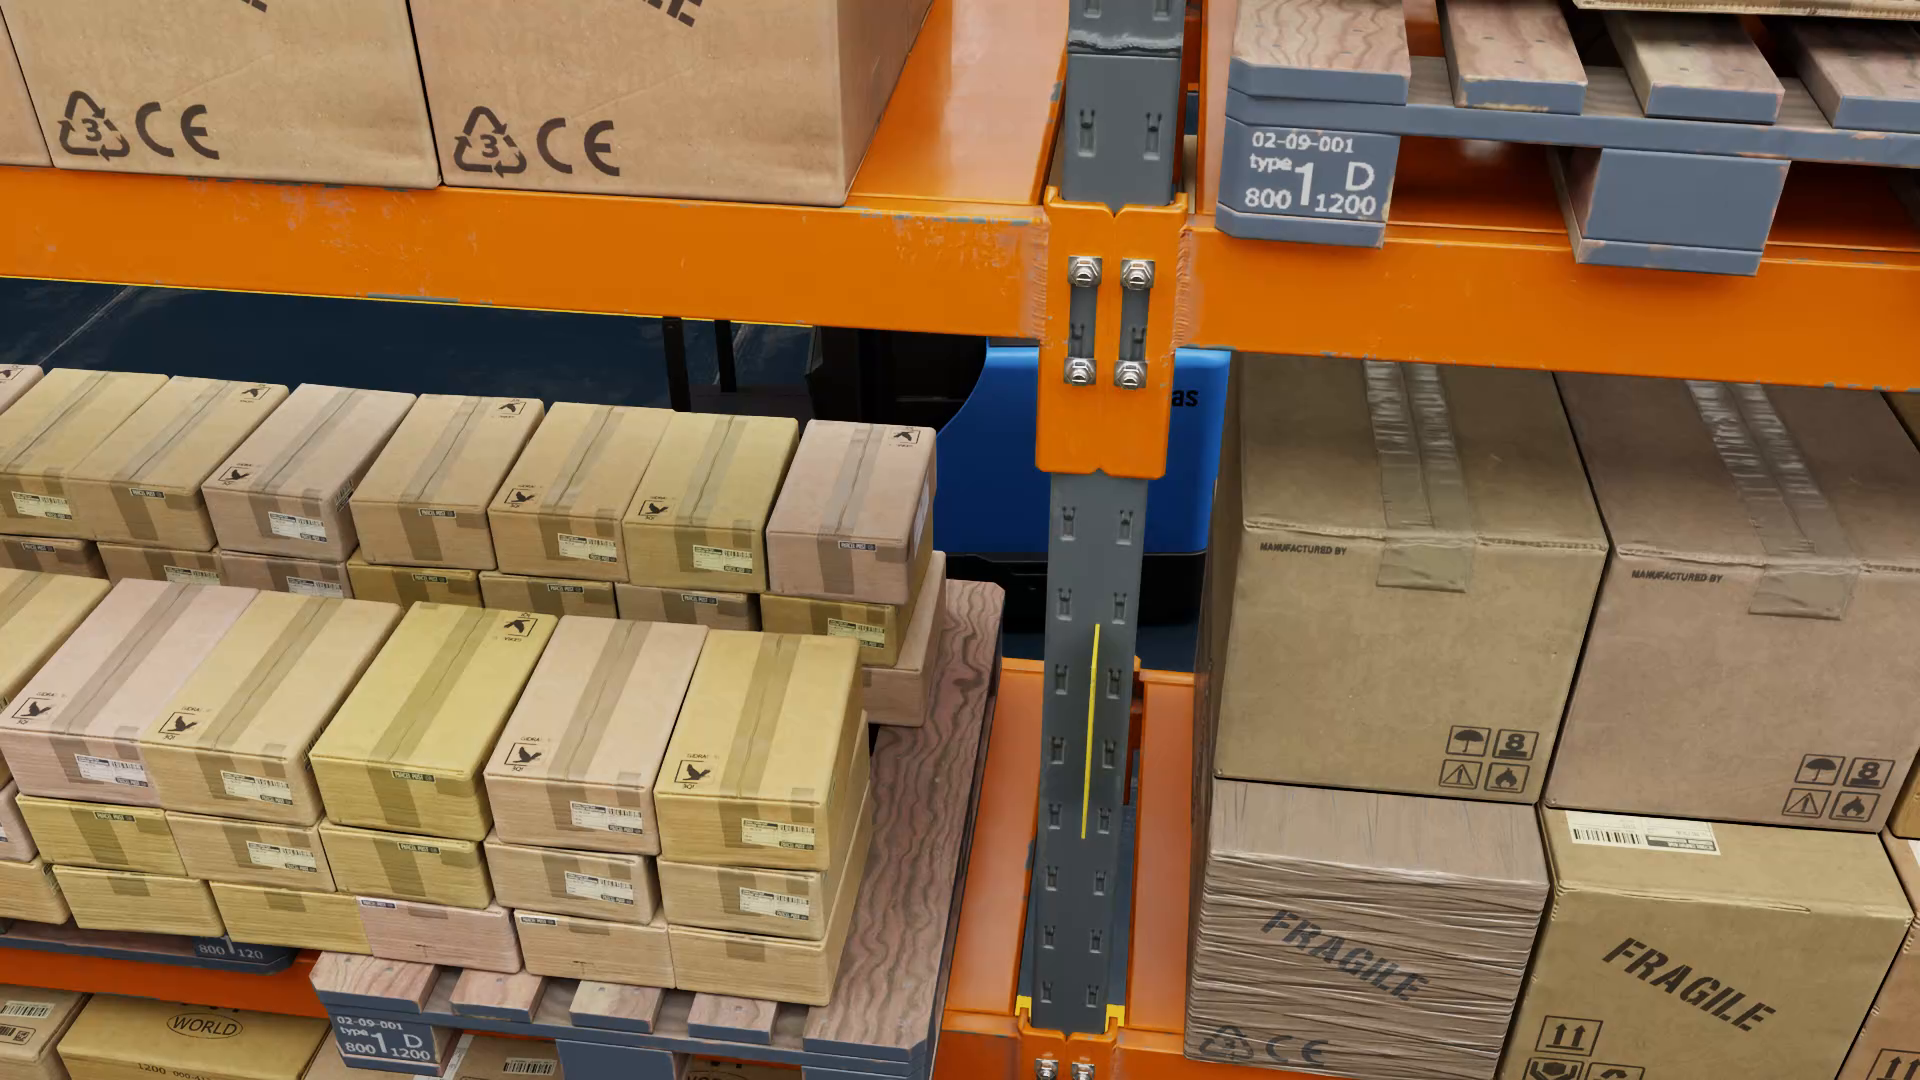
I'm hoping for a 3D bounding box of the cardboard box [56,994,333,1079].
[{"bbox_3d":[-1.472,0.963,3.463,0.500,0.250,0.500,5,36,7],"label":"cardboard box"}]

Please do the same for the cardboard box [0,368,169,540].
[{"bbox_3d":[-1.740,-0.174,3.255,0.250,0.149,0.380,4,36,5],"label":"cardboard box"}]

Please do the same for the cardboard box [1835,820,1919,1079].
[{"bbox_3d":[1.660,0.621,2.712,0.500,0.500,0.500,4,36,6],"label":"cardboard box"}]

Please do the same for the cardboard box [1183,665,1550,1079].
[{"bbox_3d":[0.655,0.547,2.815,0.500,0.500,0.500,5,36,6],"label":"cardboard box"}]

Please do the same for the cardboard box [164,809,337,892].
[{"bbox_3d":[-1.078,0.380,2.735,0.250,0.149,0.380,4,36,6],"label":"cardboard box"}]

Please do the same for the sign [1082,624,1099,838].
[{"bbox_3d":[0.185,0.273,2.356,0.005,0.325,0.100,4,36,6],"label":"sign"}]

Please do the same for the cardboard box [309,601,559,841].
[{"bbox_3d":[-0.809,0.277,2.622,0.250,0.149,0.380,5,36,7],"label":"cardboard box"}]

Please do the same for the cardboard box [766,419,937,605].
[{"bbox_3d":[-0.194,-0.058,3.092,0.250,0.149,0.380,4,36,6],"label":"cardboard box"}]

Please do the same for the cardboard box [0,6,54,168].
[{"bbox_3d":[-1.347,-0.827,2.159,0.500,0.500,0.500,4,36,6],"label":"cardboard box"}]

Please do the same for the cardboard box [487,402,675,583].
[{"bbox_3d":[-0.699,-0.097,3.146,0.250,0.149,0.380,4,36,6],"label":"cardboard box"}]

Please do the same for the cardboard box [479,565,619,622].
[{"bbox_3d":[-0.744,0.021,3.237,0.250,0.149,0.380,3,36,4],"label":"cardboard box"}]

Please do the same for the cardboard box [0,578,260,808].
[{"bbox_3d":[-1.312,0.238,2.677,0.250,0.149,0.380,4,36,6],"label":"cardboard box"}]

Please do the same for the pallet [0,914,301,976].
[{"bbox_3d":[-1.724,0.354,3.336,1.213,0.211,1.003,4,36,6],"label":"pallet"}]

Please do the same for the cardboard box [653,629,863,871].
[{"bbox_3d":[-0.300,0.316,2.567,0.250,0.149,0.380,3,36,4],"label":"cardboard box"}]

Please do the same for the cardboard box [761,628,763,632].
[{"bbox_3d":[-0.440,0.161,3.297,0.250,0.149,0.380,6,36,8],"label":"cardboard box"}]

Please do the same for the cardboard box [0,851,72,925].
[{"bbox_3d":[-1.575,0.461,2.877,0.250,0.149,0.380,5,36,7],"label":"cardboard box"}]

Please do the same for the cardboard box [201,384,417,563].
[{"bbox_3d":[-1.230,-0.135,3.200,0.250,0.149,0.380,6,36,8],"label":"cardboard box"}]

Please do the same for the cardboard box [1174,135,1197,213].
[{"bbox_3d":[1.334,-1.514,7.690,0.625,0.372,0.950,2,36,3],"label":"cardboard box"}]

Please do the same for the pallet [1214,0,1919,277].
[{"bbox_3d":[0.890,-0.728,2.268,1.003,0.211,1.213,6,36,8],"label":"pallet"}]

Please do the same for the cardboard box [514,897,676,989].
[{"bbox_3d":[-0.549,0.539,2.767,0.250,0.149,0.380,4,36,6],"label":"cardboard box"}]

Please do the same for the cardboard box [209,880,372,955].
[{"bbox_3d":[-1.051,0.500,2.822,0.250,0.149,0.380,4,36,5],"label":"cardboard box"}]

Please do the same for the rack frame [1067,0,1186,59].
[{"bbox_3d":[0.245,-2.043,1.366,0.127,3.000,1.000,4,36,6],"label":"rack frame"}]

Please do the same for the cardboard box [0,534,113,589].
[{"bbox_3d":[-1.755,-0.054,3.343,0.250,0.149,0.380,6,36,8],"label":"cardboard box"}]

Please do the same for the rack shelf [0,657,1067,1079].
[{"bbox_3d":[-1.739,0.544,3.525,4.000,0.370,1.077,4,36,6],"label":"rack shelf"}]

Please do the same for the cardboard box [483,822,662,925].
[{"bbox_3d":[-0.568,0.416,2.683,0.250,0.149,0.380,6,36,8],"label":"cardboard box"}]

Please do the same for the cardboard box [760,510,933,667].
[{"bbox_3d":[-0.209,0.058,3.185,0.250,0.149,0.380,6,36,8],"label":"cardboard box"}]

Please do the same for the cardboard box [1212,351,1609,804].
[{"bbox_3d":[0.689,-0.010,2.734,0.500,0.500,0.700,4,36,6],"label":"cardboard box"}]

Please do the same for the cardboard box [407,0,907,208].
[{"bbox_3d":[-0.354,-0.758,2.062,0.500,0.500,0.500,4,36,6],"label":"cardboard box"}]

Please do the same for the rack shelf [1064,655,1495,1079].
[{"bbox_3d":[2.228,0.840,3.110,4.000,0.370,1.077,4,36,6],"label":"rack shelf"}]

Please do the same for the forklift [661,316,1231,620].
[{"bbox_3d":[-0.630,-1.193,5.398,3.031,2.935,1.130,0,36,0],"label":"forklift"}]

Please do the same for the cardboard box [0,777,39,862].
[{"bbox_3d":[-1.583,0.341,2.789,0.250,0.149,0.380,5,36,7],"label":"cardboard box"}]

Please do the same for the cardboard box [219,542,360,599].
[{"bbox_3d":[-1.241,-0.016,3.289,0.250,0.149,0.380,4,36,6],"label":"cardboard box"}]

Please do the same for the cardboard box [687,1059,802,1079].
[{"bbox_3d":[-0.467,1.041,3.354,0.500,0.250,0.500,3,36,5],"label":"cardboard box"}]

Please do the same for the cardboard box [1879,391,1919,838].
[{"bbox_3d":[1.699,0.064,2.632,0.500,0.500,0.700,4,36,5],"label":"cardboard box"}]
